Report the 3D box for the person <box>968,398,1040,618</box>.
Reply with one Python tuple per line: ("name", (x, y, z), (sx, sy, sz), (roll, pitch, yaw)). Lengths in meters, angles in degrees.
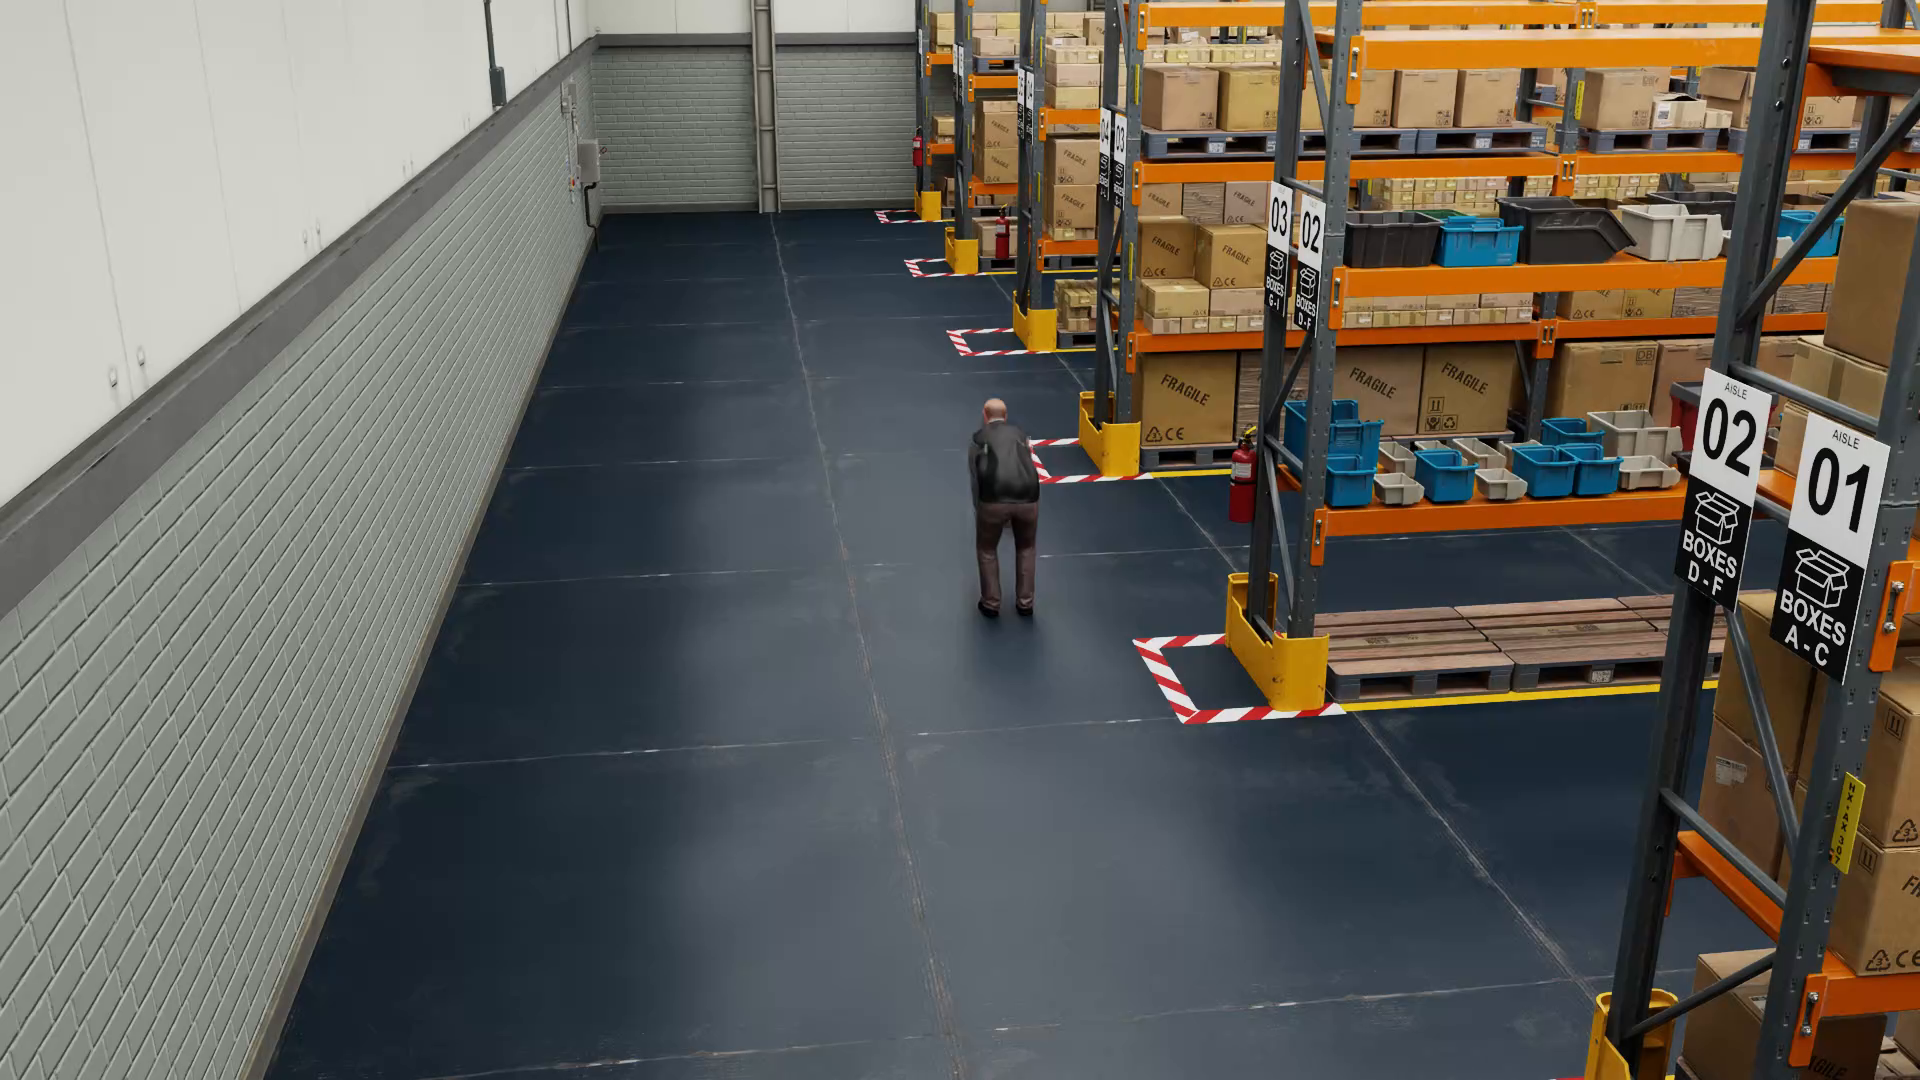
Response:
("person", (0.303, -0.236, 12.115), (0.466, 1.487, 0.799), (-3, 20, -9))
